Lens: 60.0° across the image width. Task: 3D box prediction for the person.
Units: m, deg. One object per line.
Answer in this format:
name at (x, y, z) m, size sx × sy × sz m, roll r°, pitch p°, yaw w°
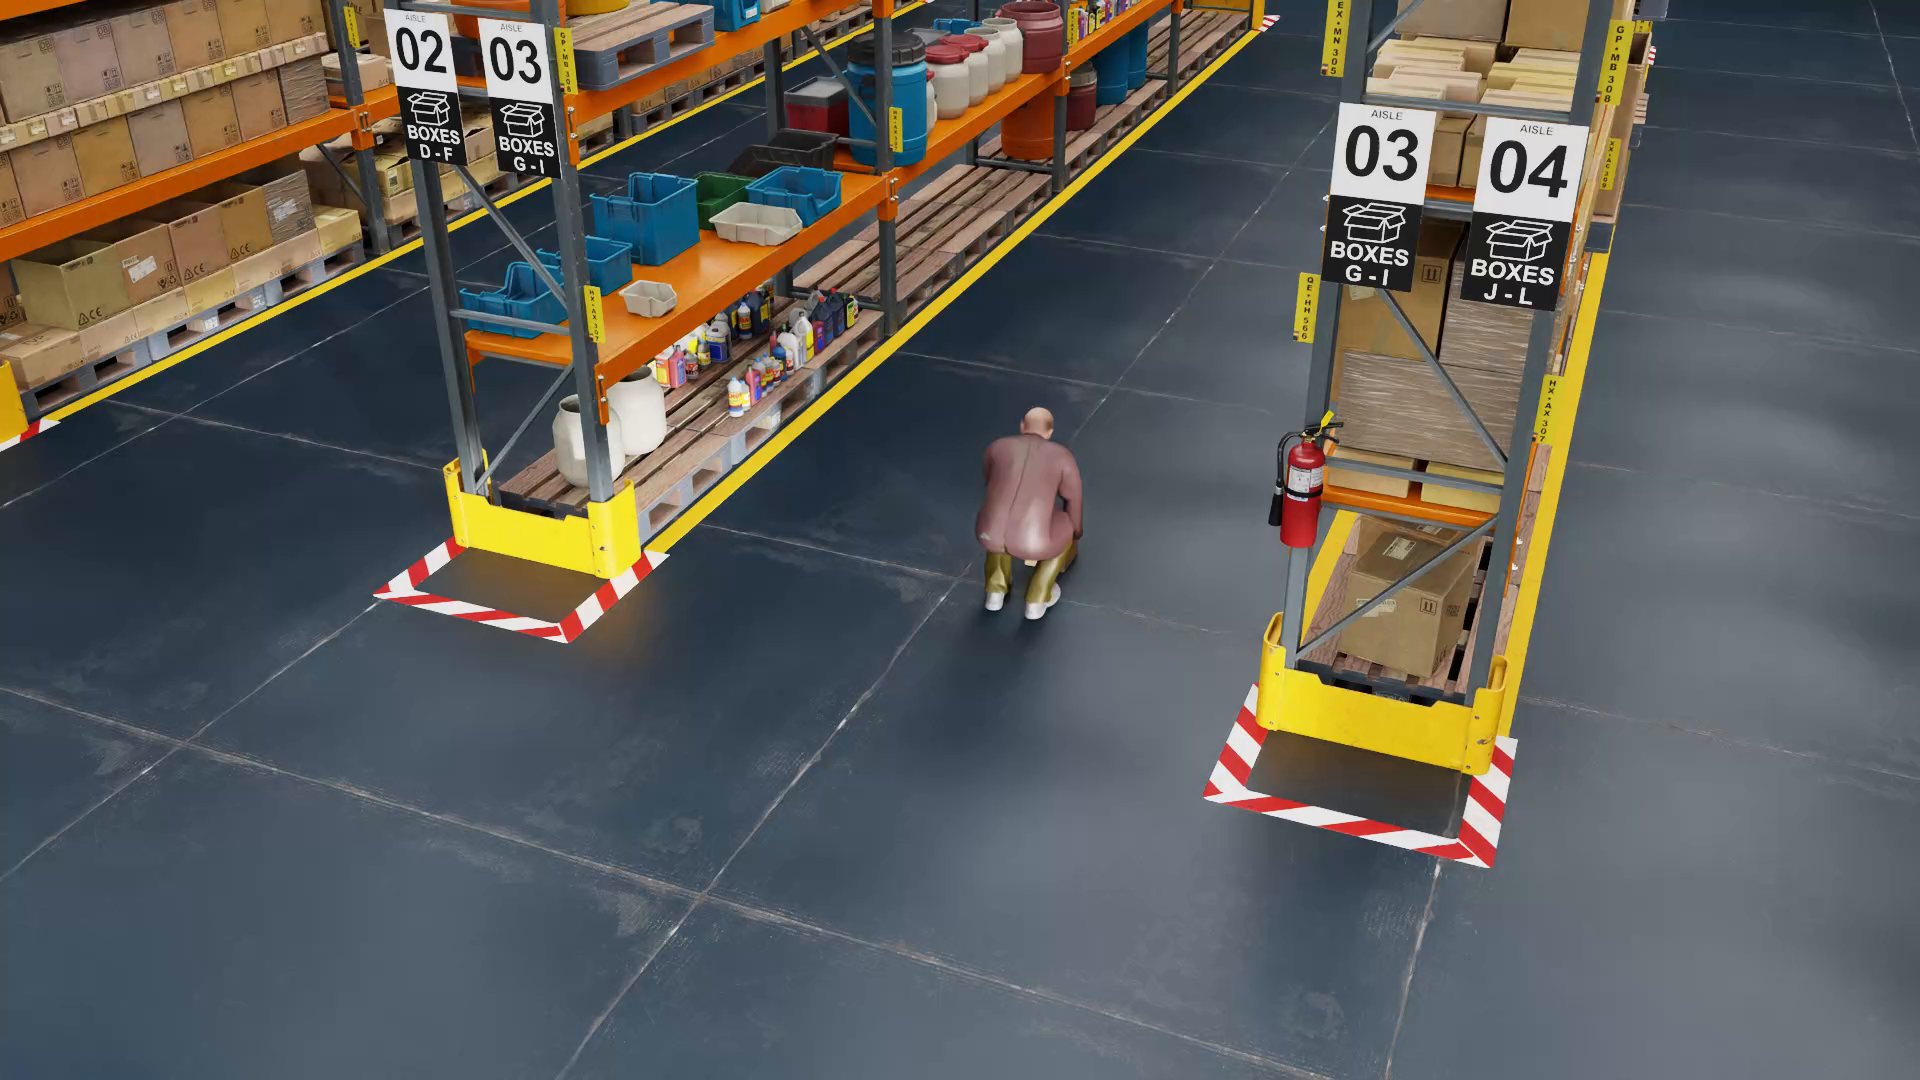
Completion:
person at (0.375, -0.148, 9.465) m, size 0.610 × 1.016 × 0.896 m, roll 11°, pitch 31°, yaw 19°
